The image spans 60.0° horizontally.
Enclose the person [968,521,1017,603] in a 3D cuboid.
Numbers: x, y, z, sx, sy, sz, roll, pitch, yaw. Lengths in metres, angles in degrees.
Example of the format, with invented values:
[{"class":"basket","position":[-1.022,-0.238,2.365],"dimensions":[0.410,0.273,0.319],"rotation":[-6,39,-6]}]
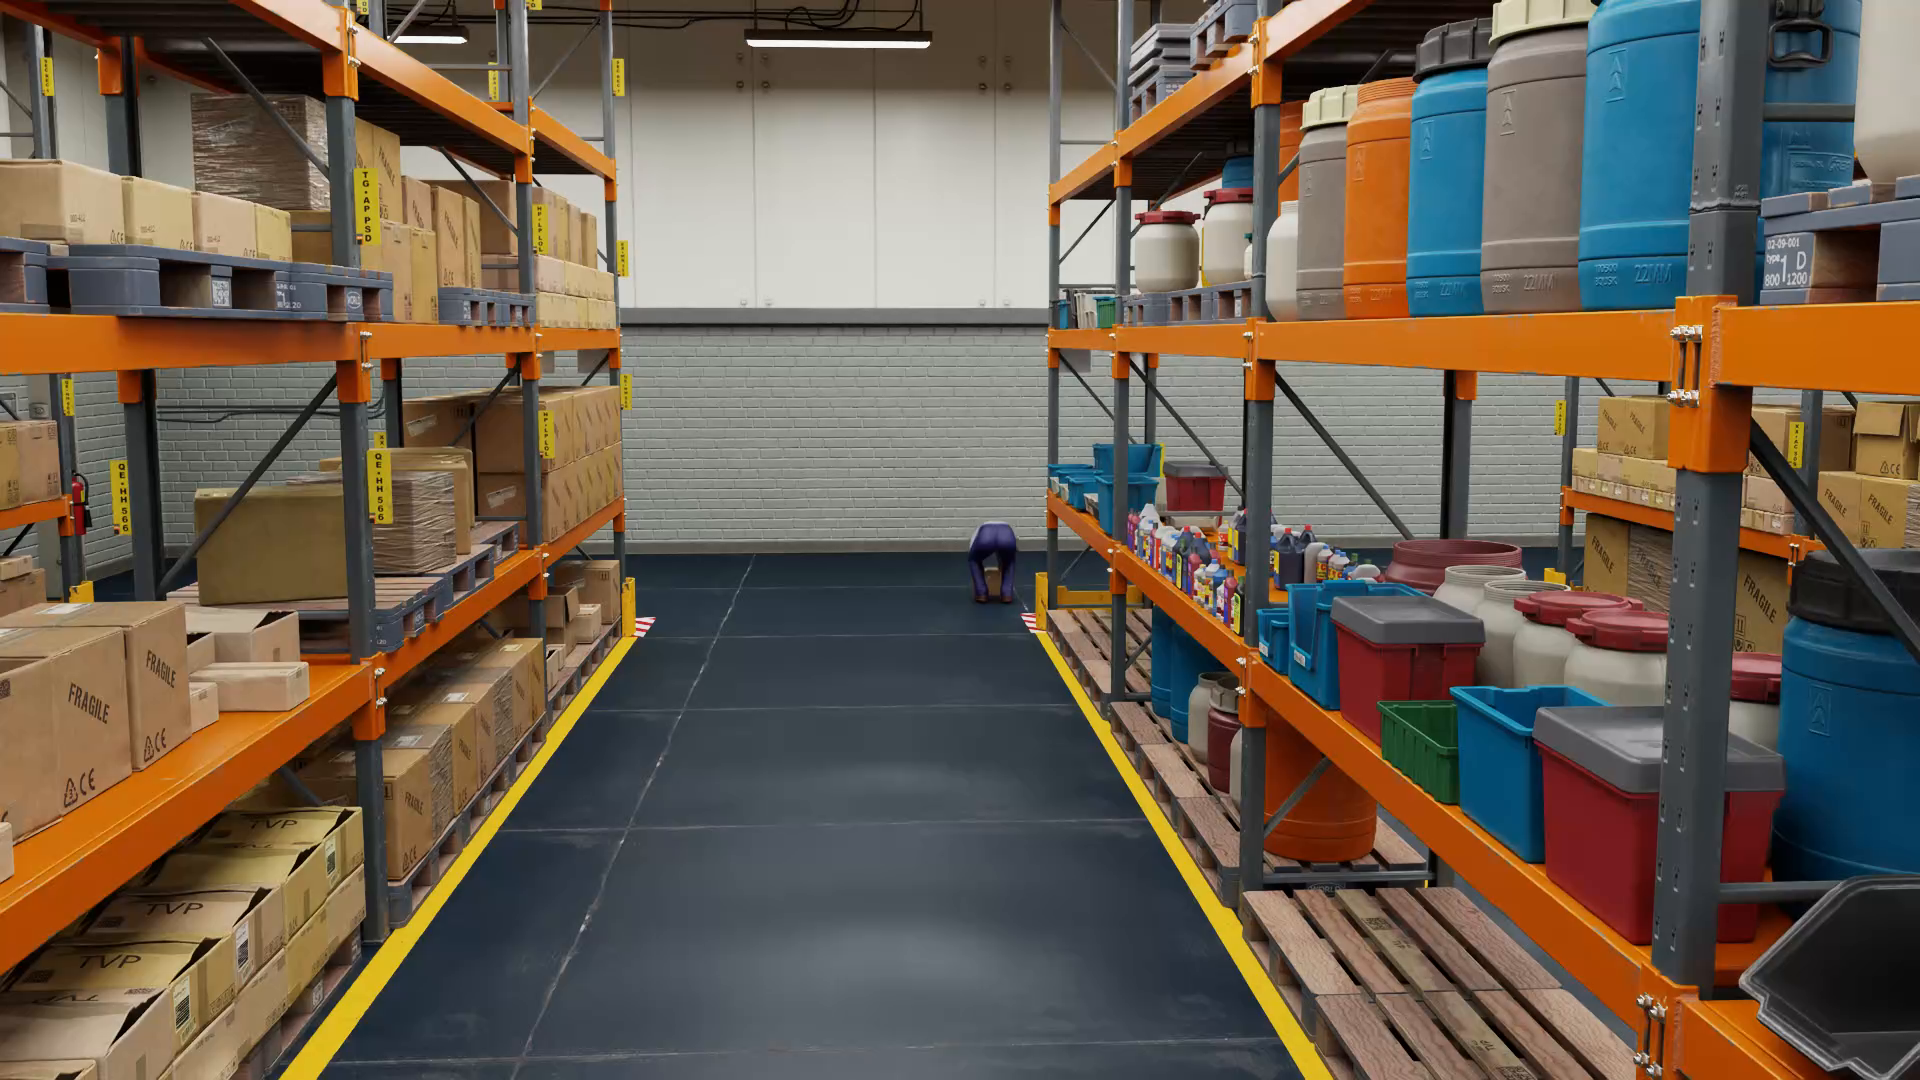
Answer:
[{"class":"person","position":[0.335,0.207,17.405],"dimensions":[0.506,0.853,0.898],"rotation":[-1,7,-6]}]
